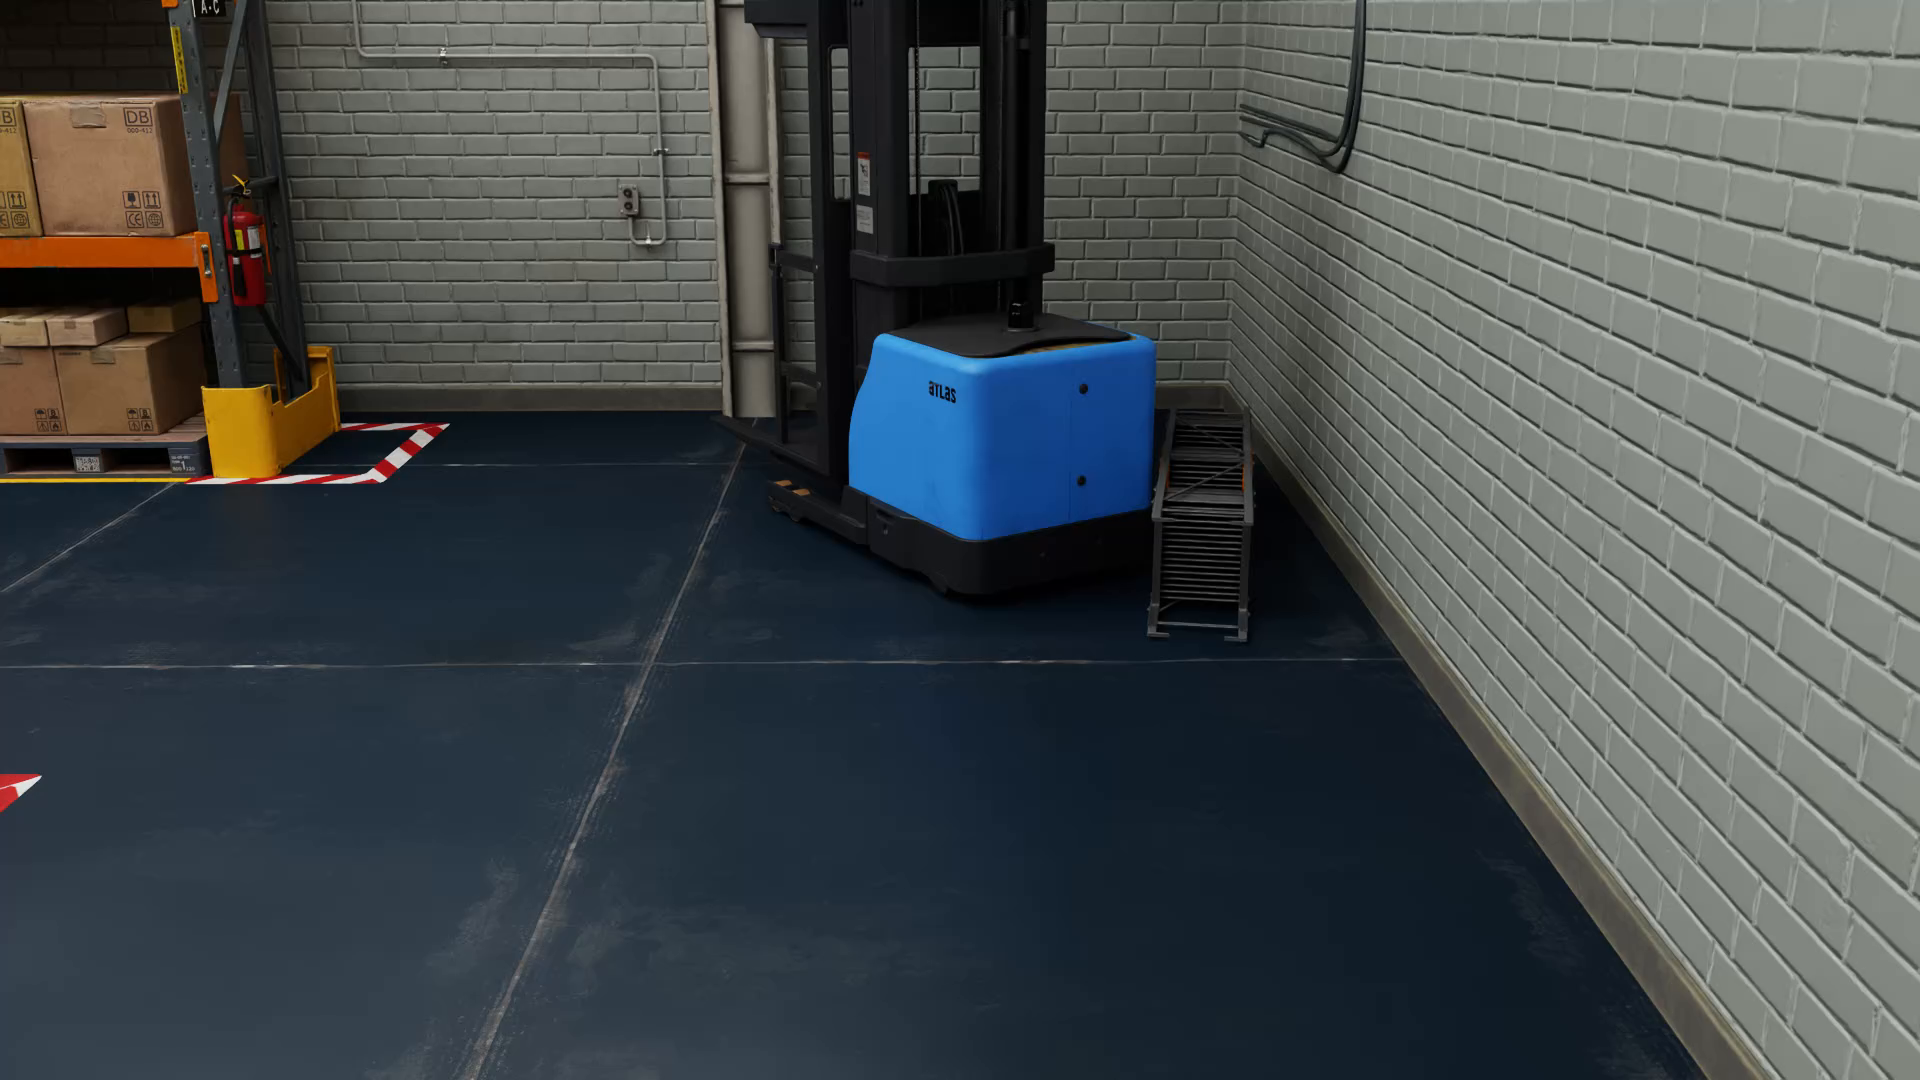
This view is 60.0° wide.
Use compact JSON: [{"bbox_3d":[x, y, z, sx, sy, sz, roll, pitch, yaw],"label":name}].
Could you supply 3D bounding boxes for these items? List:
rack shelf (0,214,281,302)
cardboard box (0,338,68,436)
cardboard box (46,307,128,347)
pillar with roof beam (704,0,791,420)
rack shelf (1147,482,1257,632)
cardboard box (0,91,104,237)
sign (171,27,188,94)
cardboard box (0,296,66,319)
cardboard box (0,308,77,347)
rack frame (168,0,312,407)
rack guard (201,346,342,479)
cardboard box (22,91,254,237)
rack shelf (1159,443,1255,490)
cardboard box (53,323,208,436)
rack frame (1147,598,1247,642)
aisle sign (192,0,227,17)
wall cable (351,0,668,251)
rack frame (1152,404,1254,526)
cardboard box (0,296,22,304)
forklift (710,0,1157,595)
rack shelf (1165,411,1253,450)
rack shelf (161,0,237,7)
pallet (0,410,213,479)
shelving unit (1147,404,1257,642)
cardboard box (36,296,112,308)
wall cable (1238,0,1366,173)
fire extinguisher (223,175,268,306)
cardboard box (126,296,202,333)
[{"bbox_3d":[-5.966,-1.591,9.275,4.000,0.370,1.077,0,18,-1],"label":"rack shelf"},{"bbox_3d":[-5.165,-0.917,9.399,0.500,0.500,0.700,0,18,-1],"label":"cardboard box"},{"bbox_3d":[-4.790,-1.172,9.132,0.250,0.149,0.380,0,18,-2],"label":"cardboard box"},{"bbox_3d":[-1.212,-3.762,5.044,0.400,9.000,9.100,0,18,-1],"label":"pillar with roof beam"},{"bbox_3d":[1.012,0.063,6.976,0.431,0.480,0.518,3,17,9],"label":"rack shelf"},{"bbox_3d":[-5.203,-2.074,9.110,0.700,0.700,0.980,0,18,-1],"label":"cardboard box"},{"bbox_3d":[-3.971,-2.442,8.465,0.005,0.325,0.100,0,18,-1],"label":"sign"},{"bbox_3d":[-5.299,-1.286,9.488,0.250,0.149,0.380,0,18,0],"label":"cardboard box"},{"bbox_3d":[-5.045,-1.170,9.128,0.250,0.149,0.380,0,18,1],"label":"cardboard box"},{"bbox_3d":[-3.966,-1.943,9.195,0.127,3.000,1.000,0,18,-1],"label":"rack frame"},{"bbox_3d":[-3.942,-0.753,9.577,0.348,0.500,1.175,0,18,-1],"label":"rack guard"},{"bbox_3d":[-4.476,-2.081,9.132,0.700,0.700,0.980,1,18,2],"label":"cardboard box"},{"bbox_3d":[1.123,-0.143,7.636,0.431,0.480,0.518,3,17,9],"label":"rack shelf"},{"bbox_3d":[-4.664,-0.919,9.407,0.500,0.500,0.700,0,18,-1],"label":"cardboard box"},{"bbox_3d":[1.124,0.086,7.721,0.400,0.015,2.100,3,17,9],"label":"rack frame"},{"bbox_3d":[-3.889,-3.090,8.513,0.004,0.787,0.394,0,18,-1],"label":"aisle sign"},{"bbox_3d":[-2.701,-2.722,9.960,1.851,1.984,0.084,0,18,-1],"label":"wall cable"},{"bbox_3d":[1.125,-0.380,7.576,0.400,0.015,2.100,3,17,9],"label":"rack frame"},{"bbox_3d":[-5.554,-1.284,9.484,0.250,0.149,0.380,0,18,0],"label":"cardboard box"},{"bbox_3d":[-0.336,-1.556,8.099,1.130,2.935,3.031,-11,21,-31],"label":"forklift"},{"bbox_3d":[1.233,-0.348,8.296,0.431,0.480,0.518,3,17,9],"label":"rack shelf"},{"bbox_3d":[-5.966,-3.019,8.817,4.000,0.370,1.077,0,18,-1],"label":"rack shelf"},{"bbox_3d":[-4.764,-0.588,9.534,1.213,0.211,1.003,0,18,-1],"label":"pallet"},{"bbox_3d":[1.125,-0.147,7.649,0.431,0.503,2.100,3,17,9],"label":"shelving unit"},{"bbox_3d":[-5.049,-1.287,9.492,0.250,0.149,0.380,0,18,-1],"label":"cardboard box"},{"bbox_3d":[1.695,-3.240,8.498,0.112,2.526,3.097,0,18,-1],"label":"wall cable"},{"bbox_3d":[-3.808,-1.589,8.827,0.183,0.674,0.296,0,18,-1],"label":"fire extinguisher"},{"bbox_3d":[-4.542,-1.290,9.500,0.250,0.149,0.380,0,18,0],"label":"cardboard box"}]
